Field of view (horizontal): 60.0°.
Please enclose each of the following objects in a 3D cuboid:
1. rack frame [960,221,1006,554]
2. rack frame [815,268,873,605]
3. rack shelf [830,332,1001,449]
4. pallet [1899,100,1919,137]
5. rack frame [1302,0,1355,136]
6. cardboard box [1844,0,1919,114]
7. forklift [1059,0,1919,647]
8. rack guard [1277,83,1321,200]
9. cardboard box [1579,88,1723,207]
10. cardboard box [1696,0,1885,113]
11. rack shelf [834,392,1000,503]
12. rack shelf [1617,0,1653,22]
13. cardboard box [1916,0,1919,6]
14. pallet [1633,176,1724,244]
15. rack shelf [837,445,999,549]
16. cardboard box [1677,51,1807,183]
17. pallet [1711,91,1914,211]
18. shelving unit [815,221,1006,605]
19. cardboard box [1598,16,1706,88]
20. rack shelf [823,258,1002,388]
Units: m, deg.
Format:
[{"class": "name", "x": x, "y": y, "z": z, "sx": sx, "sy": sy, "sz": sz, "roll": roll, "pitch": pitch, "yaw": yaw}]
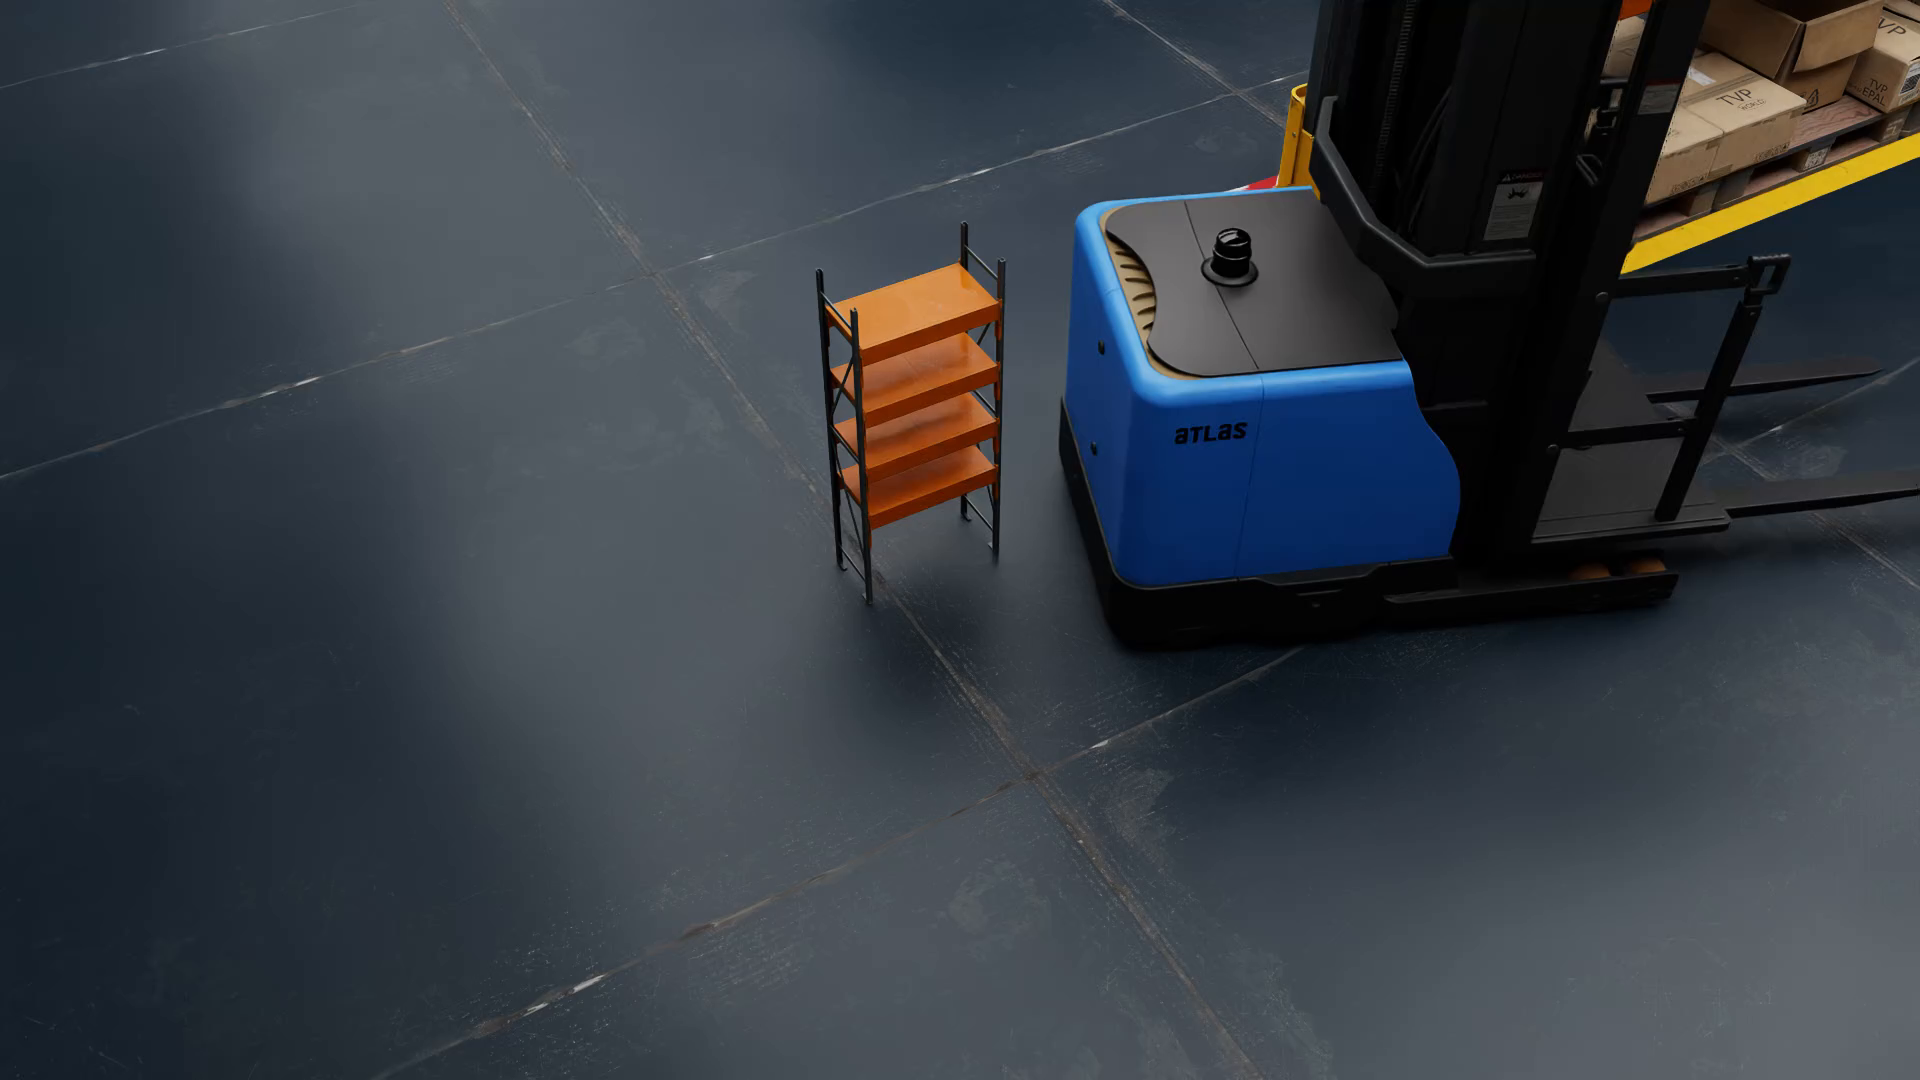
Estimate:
[{"class": "rack frame", "x": 0.068, "y": -0.458, "z": 5.360, "sx": 0.015, "sy": 1.200, "sz": 0.240, "roll": -22, "pitch": 48, "yaw": -21}, {"class": "rack frame", "x": -0.355, "y": -0.288, "z": 5.186, "sx": 0.015, "sy": 1.200, "sz": 0.240, "roll": -22, "pitch": 48, "yaw": -21}, {"class": "rack shelf", "x": -0.144, "y": -0.485, "z": 5.164, "sx": 0.480, "sy": 0.148, "sz": 0.258, "roll": -22, "pitch": 48, "yaw": -21}, {"class": "pallet", "x": 4.611, "y": -2.433, "z": 8.106, "sx": 1.213, "sy": 0.211, "sz": 1.003, "roll": -22, "pitch": 48, "yaw": -21}, {"class": "rack frame", "x": 1.739, "y": -2.284, "z": 5.950, "sx": 0.127, "sy": 3.000, "sz": 1.000, "roll": -22, "pitch": 48, "yaw": -21}, {"class": "cardboard box", "x": 4.204, "y": -2.236, "z": 7.515, "sx": 0.500, "sy": 0.311, "sz": 0.500, "roll": -22, "pitch": 48, "yaw": -21}, {"class": "forklift", "x": 1.915, "y": -1.177, "z": 4.858, "sx": 3.031, "sy": 2.935, "sz": 1.130, "roll": -6, "pitch": 44, "yaw": -6}, {"class": "rack guard", "x": 1.805, "y": -1.413, "z": 6.847, "sx": 0.348, "sy": 0.500, "sz": 1.175, "roll": -22, "pitch": 48, "yaw": -21}, {"class": "cardboard box", "x": 2.785, "y": -1.646, "z": 6.951, "sx": 0.500, "sy": 0.250, "sz": 0.500, "roll": -22, "pitch": 48, "yaw": -21}, {"class": "cardboard box", "x": 3.580, "y": -2.279, "z": 7.421, "sx": 0.637, "sy": 0.503, "sz": 0.797, "roll": -22, "pitch": 48, "yaw": -21}, {"class": "rack shelf", "x": -0.144, "y": -0.325, "z": 5.320, "sx": 0.480, "sy": 0.148, "sz": 0.258, "roll": -22, "pitch": 48, "yaw": -21}, {"class": "rack shelf", "x": 3.473, "y": -2.720, "z": 6.915, "sx": 4.000, "sy": 0.370, "sz": 1.077, "roll": -22, "pitch": 48, "yaw": -21}, {"class": "cardboard box", "x": 4.854, "y": -2.564, "z": 7.717, "sx": 0.500, "sy": 0.500, "sz": 0.500, "roll": -22, "pitch": 48, "yaw": -21}, {"class": "pallet", "x": 2.495, "y": -1.587, "z": 7.234, "sx": 1.213, "sy": 0.211, "sz": 1.003, "roll": -22, "pitch": 48, "yaw": -21}, {"class": "rack shelf", "x": -0.144, "y": -0.182, "z": 5.458, "sx": 0.480, "sy": 0.148, "sz": 0.258, "roll": -22, "pitch": 48, "yaw": -21}, {"class": "cardboard box", "x": 3.218, "y": -1.819, "z": 7.129, "sx": 0.500, "sy": 0.250, "sz": 0.500, "roll": -22, "pitch": 48, "yaw": -21}, {"class": "pallet", "x": 3.552, "y": -2.007, "z": 7.667, "sx": 1.213, "sy": 0.211, "sz": 1.003, "roll": -22, "pitch": 48, "yaw": -21}, {"class": "shelving unit", "x": -0.144, "y": -0.373, "z": 5.273, "sx": 0.503, "sy": 1.200, "sz": 0.258, "roll": -22, "pitch": 48, "yaw": -21}, {"class": "cardboard box", "x": 2.926, "y": -2.104, "z": 7.423, "sx": 0.500, "sy": 0.250, "sz": 0.500, "roll": -22, "pitch": 48, "yaw": -21}, {"class": "rack shelf", "x": -0.144, "y": -0.655, "z": 4.999, "sx": 0.480, "sy": 0.148, "sz": 0.258, "roll": -22, "pitch": 48, "yaw": -21}]
